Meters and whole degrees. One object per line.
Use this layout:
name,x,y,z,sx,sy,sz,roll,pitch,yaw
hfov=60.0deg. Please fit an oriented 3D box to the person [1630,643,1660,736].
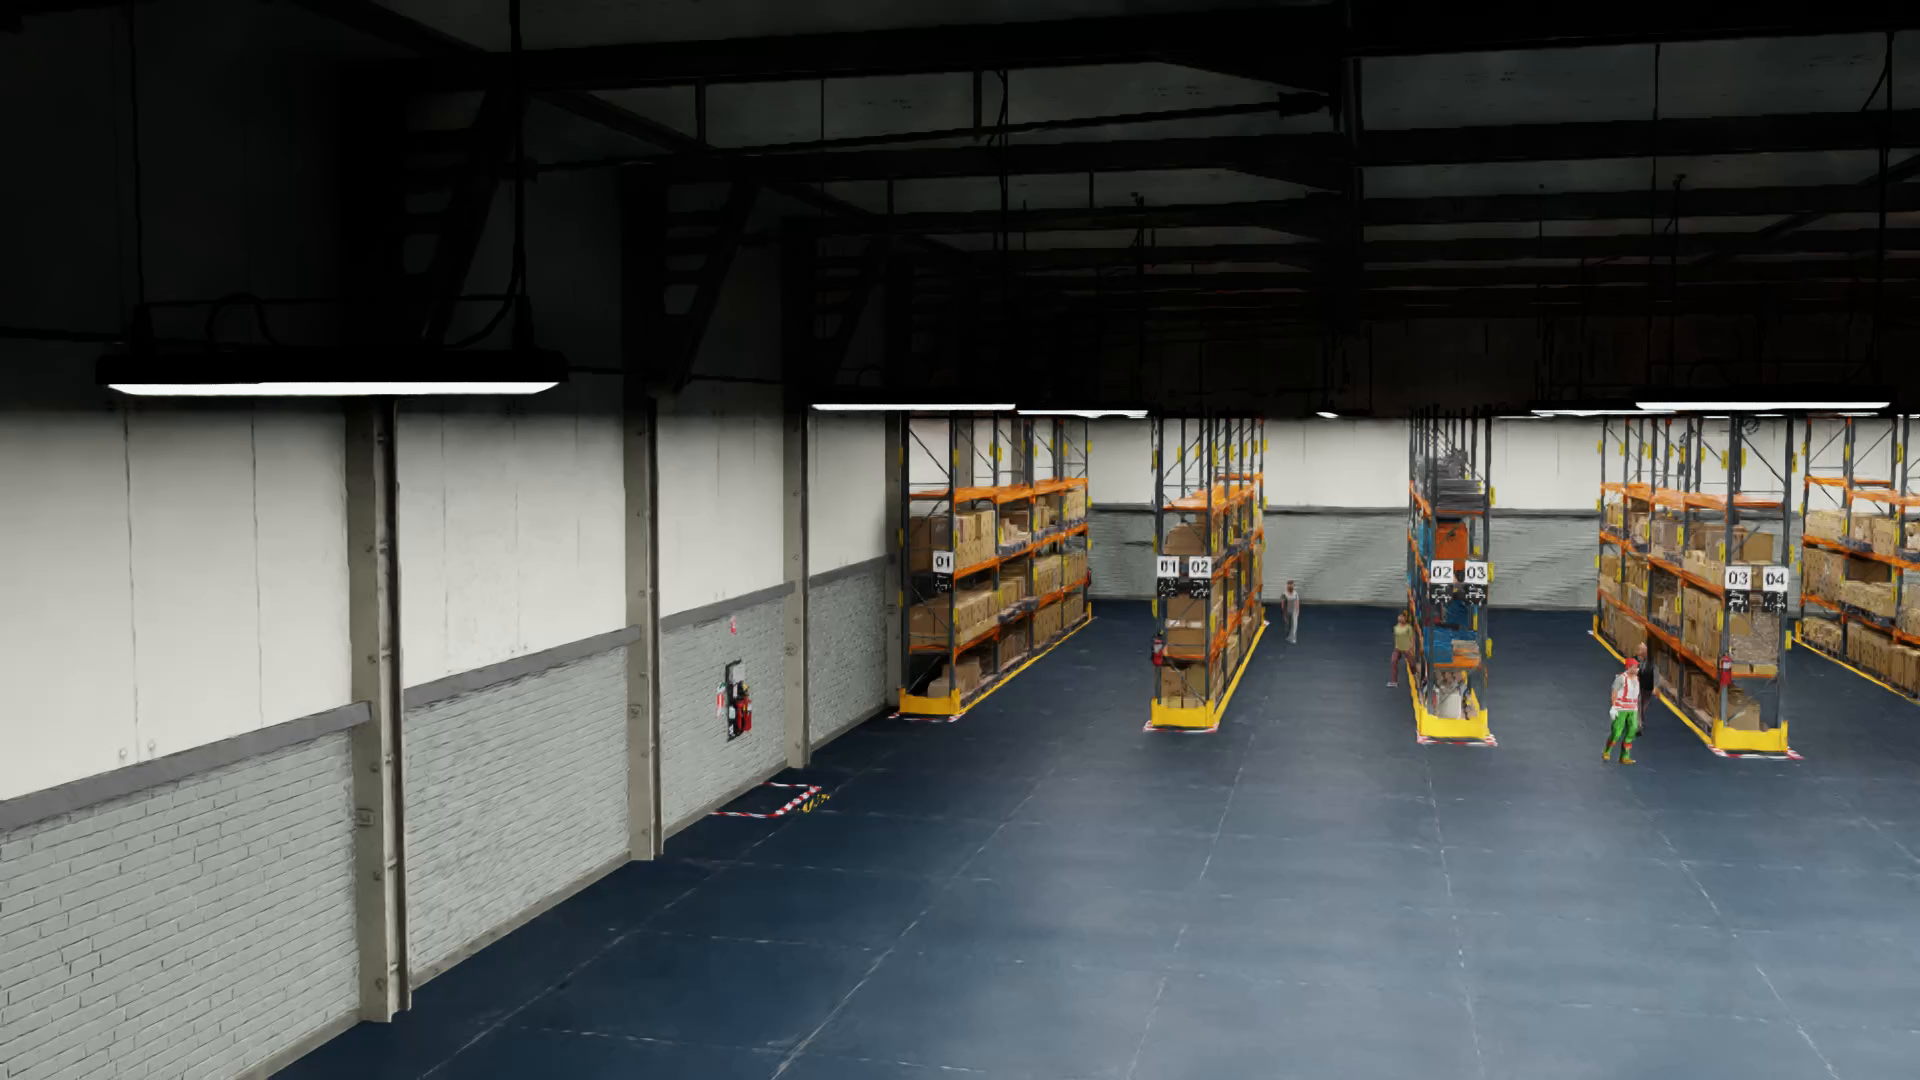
person,12.467,2.711,30.361,0.555,1.673,1.029,1,4,13

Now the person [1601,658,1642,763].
person,11.108,2.839,27.902,0.586,1.776,0.576,-2,4,-21

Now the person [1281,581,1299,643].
person,8.507,1.833,42.870,0.447,1.588,1.095,1,4,15

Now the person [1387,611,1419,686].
person,9.604,2.341,35.921,0.497,1.611,0.962,3,5,34
